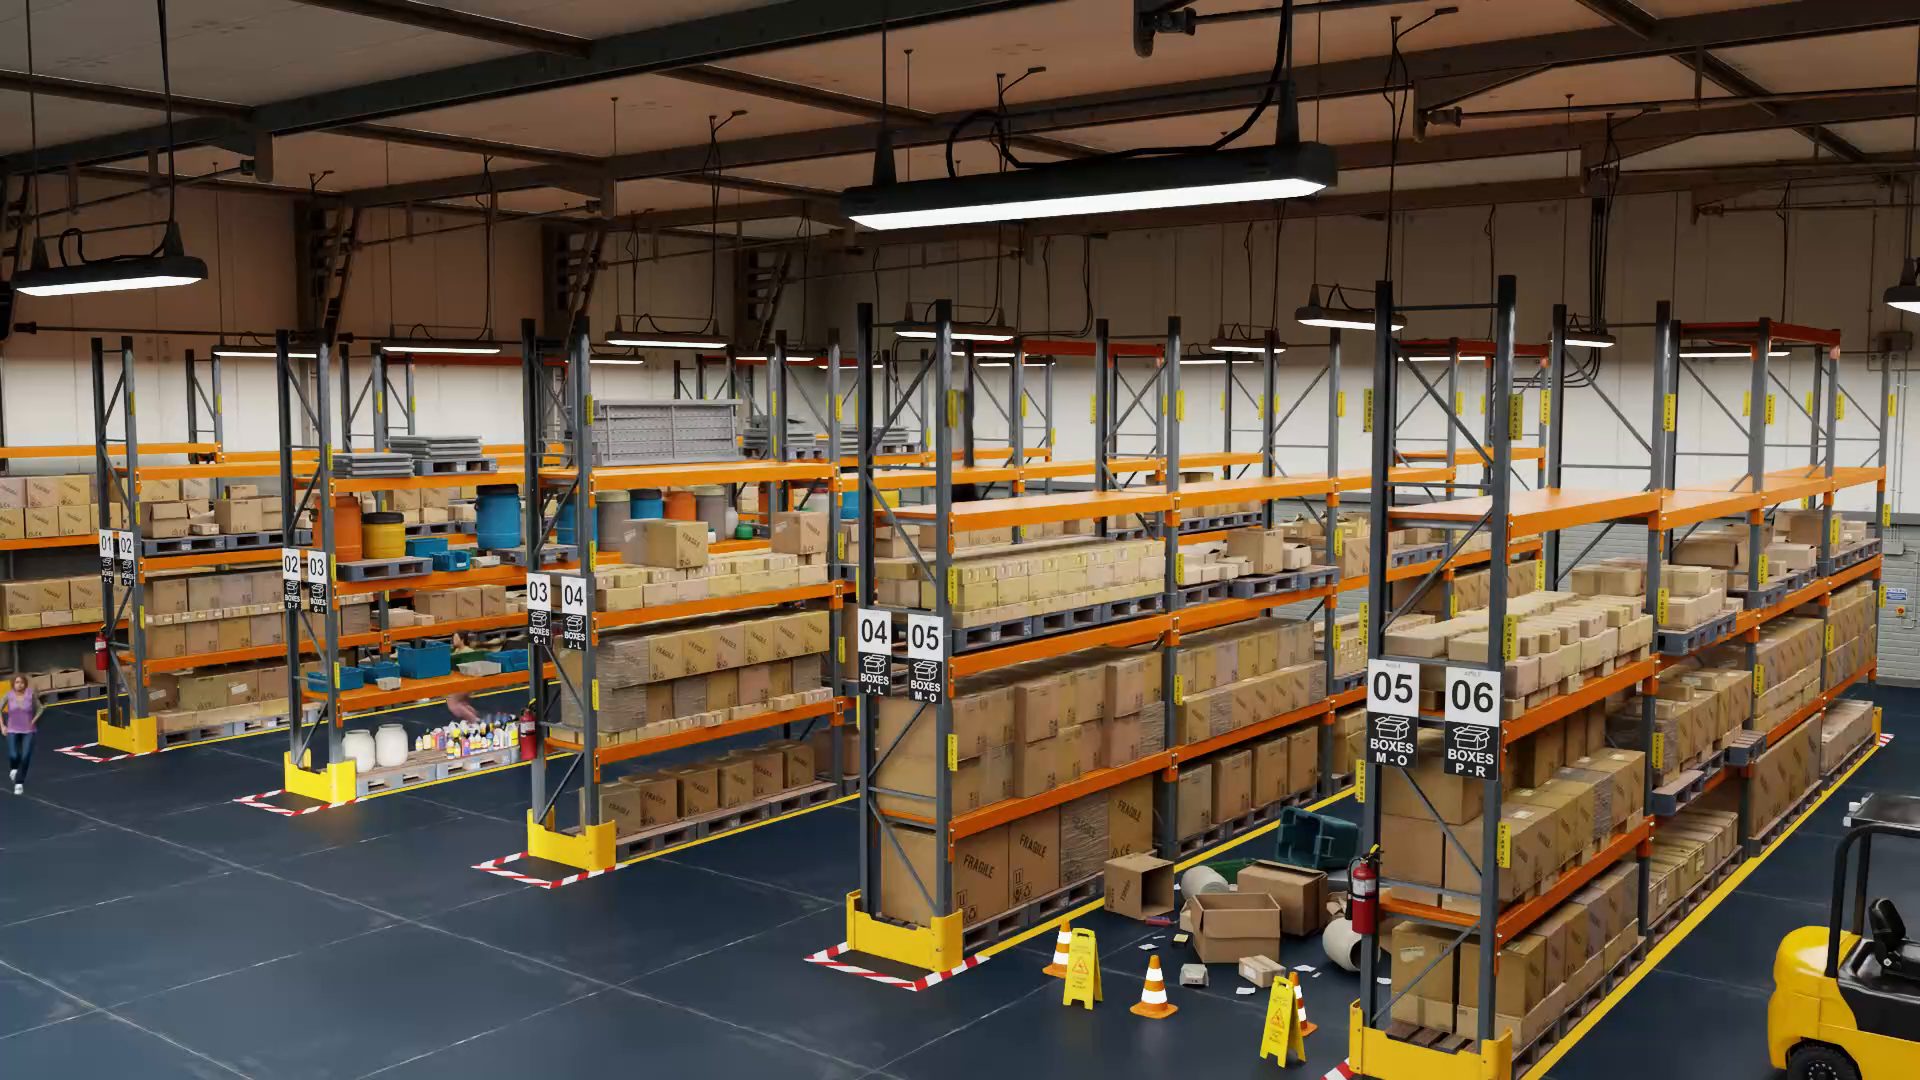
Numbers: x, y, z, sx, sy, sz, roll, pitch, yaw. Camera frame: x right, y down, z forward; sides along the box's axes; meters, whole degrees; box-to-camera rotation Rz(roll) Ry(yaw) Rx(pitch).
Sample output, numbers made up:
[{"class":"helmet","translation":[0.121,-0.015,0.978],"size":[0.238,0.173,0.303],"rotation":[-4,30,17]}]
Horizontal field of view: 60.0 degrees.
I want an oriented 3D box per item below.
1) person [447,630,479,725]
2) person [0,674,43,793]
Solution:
[{"class":"person","translation":[-7.483,2.165,25.007],"size":[0.680,1.626,0.552],"rotation":[-4,6,-39]},{"class":"person","translation":[-12.236,2.514,21.657],"size":[0.549,1.558,0.523],"rotation":[-3,6,-31]}]
